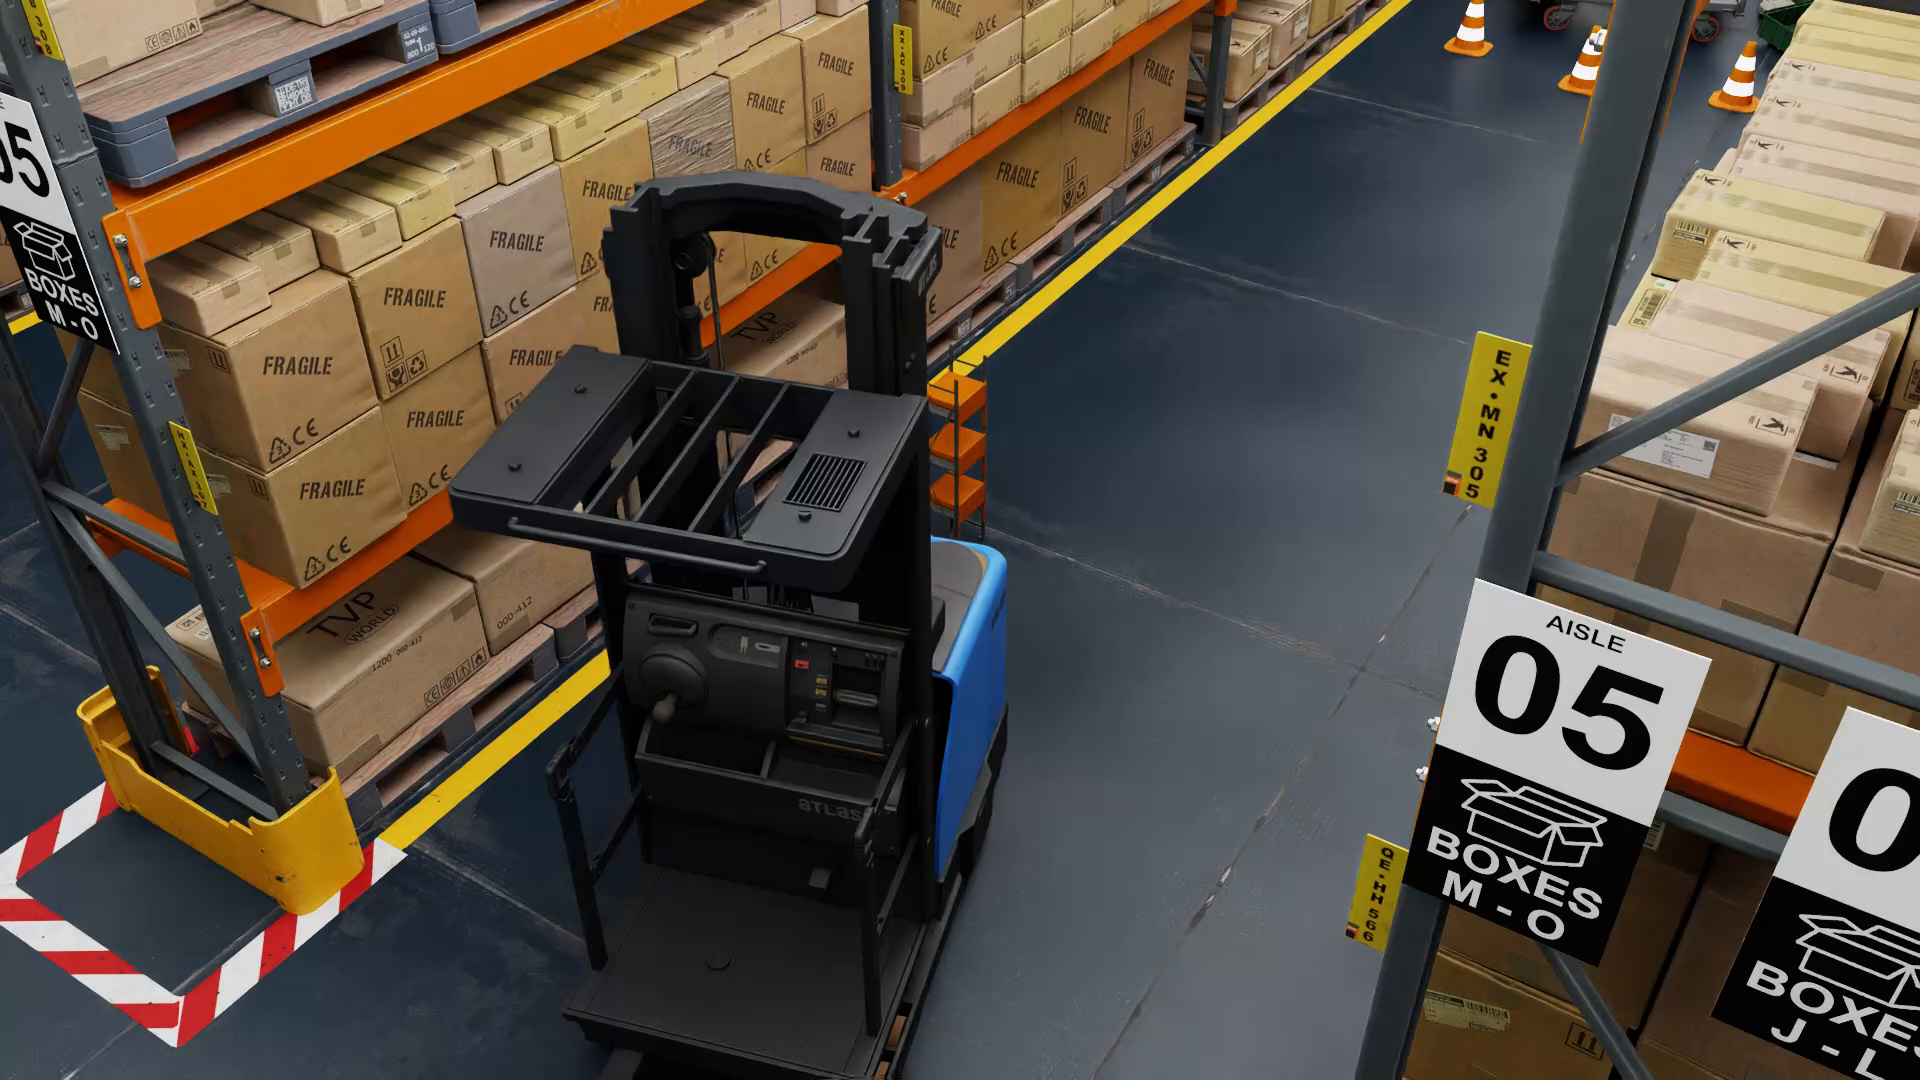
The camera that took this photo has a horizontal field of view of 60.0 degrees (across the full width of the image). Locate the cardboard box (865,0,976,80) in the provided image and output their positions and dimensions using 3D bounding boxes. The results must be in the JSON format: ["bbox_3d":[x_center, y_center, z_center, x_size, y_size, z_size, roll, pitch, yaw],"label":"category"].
[{"bbox_3d":[-0.263,-2.665,8.288,0.500,0.500,0.500,22,43,26],"label":"cardboard box"}]

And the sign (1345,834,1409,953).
[{"bbox_3d":[0.891,0.757,3.543,0.100,0.325,0.005,21,42,25],"label":"sign"}]

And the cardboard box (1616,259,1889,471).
[{"bbox_3d":[1.654,-0.378,3.480,0.500,0.250,0.500,20,42,24],"label":"cardboard box"}]

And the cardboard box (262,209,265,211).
[{"bbox_3d":[-2.572,-1.075,6.226,0.500,0.500,0.500,21,42,25],"label":"cardboard box"}]

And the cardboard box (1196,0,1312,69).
[{"bbox_3d":[2.101,-3.955,12.671,0.950,0.372,0.625,20,42,24],"label":"cardboard box"}]

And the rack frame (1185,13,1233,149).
[{"bbox_3d":[1.401,-4.158,11.127,1.000,3.000,0.127,21,42,25],"label":"rack frame"}]

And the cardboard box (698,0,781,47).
[{"bbox_3d":[-1.013,-2.300,7.284,0.380,0.149,0.250,21,42,25],"label":"cardboard box"}]

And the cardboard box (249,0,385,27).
[{"bbox_3d":[-2.108,-1.814,5.409,0.380,0.149,0.250,23,43,27],"label":"cardboard box"}]

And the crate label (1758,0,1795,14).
[{"bbox_3d":[6.784,-4.388,13.770,0.298,0.136,0.250,-5,38,-6],"label":"crate label"}]

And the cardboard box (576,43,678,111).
[{"bbox_3d":[-1.376,-1.887,6.749,0.380,0.149,0.250,20,42,24],"label":"cardboard box"}]

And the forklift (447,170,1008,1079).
[{"bbox_3d":[-0.690,0.507,5.131,1.130,2.935,3.031,10,39,12],"label":"forklift"}]

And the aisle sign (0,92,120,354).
[{"bbox_3d":[-2.678,-0.932,4.812,0.394,0.787,0.004,21,42,25],"label":"aisle sign"}]

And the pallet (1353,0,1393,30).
[{"bbox_3d":[3.129,-4.714,14.132,1.003,0.211,1.213,21,42,25],"label":"pallet"}]

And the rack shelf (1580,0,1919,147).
[{"bbox_3d":[2.421,-1.588,3.471,1.077,0.370,4.000,21,42,25],"label":"rack shelf"}]

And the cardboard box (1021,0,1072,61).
[{"bbox_3d":[0.281,-2.899,9.206,0.500,0.250,0.500,22,43,26],"label":"cardboard box"}]

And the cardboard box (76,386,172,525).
[{"bbox_3d":[-2.850,-0.409,6.181,0.500,0.500,0.500,21,42,25],"label":"cardboard box"}]

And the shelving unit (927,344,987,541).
[{"bbox_3d":[-0.029,-0.388,7.833,0.215,1.050,0.252,21,42,25],"label":"shelving unit"}]

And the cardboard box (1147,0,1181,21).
[{"bbox_3d":[1.089,-3.485,10.376,0.500,0.250,0.500,22,43,26],"label":"cardboard box"}]

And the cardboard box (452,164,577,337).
[{"bbox_3d":[-1.847,-1.161,6.337,0.500,0.500,0.500,21,42,25],"label":"cardboard box"}]

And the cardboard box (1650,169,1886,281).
[{"bbox_3d":[1.681,-0.618,3.465,0.380,0.149,0.250,22,43,26],"label":"cardboard box"}]

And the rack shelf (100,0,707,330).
[{"bbox_3d":[-1.813,-1.968,6.418,1.077,0.370,4.000,21,42,25],"label":"rack shelf"}]

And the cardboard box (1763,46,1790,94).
[{"bbox_3d":[2.480,-1.176,4.515,0.500,0.250,0.500,22,43,26],"label":"cardboard box"}]

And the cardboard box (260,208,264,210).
[{"bbox_3d":[-2.679,-1.276,5.956,0.380,0.149,0.250,21,42,25],"label":"cardboard box"}]

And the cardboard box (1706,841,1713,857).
[{"bbox_3d":[2.079,0.573,3.845,0.500,0.500,0.500,22,43,26],"label":"cardboard box"}]

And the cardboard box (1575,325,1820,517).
[{"bbox_3d":[1.279,-0.219,2.947,0.380,0.149,0.250,21,42,25],"label":"cardboard box"}]

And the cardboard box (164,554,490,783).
[{"bbox_3d":[-2.616,0.441,6.915,0.875,0.438,0.875,20,42,24],"label":"cardboard box"}]

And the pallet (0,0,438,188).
[{"bbox_3d":[-2.496,-1.573,5.389,1.003,0.211,1.213,21,42,25],"label":"pallet"}]

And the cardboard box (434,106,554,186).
[{"bbox_3d":[-1.753,-1.483,6.224,0.380,0.149,0.250,22,43,26],"label":"cardboard box"}]

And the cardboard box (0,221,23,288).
[{"bbox_3d":[-5.812,-1.784,9.751,0.500,0.500,0.500,22,43,26],"label":"cardboard box"}]

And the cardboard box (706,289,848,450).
[{"bbox_3d":[-1.169,-0.959,8.732,0.875,0.438,0.875,21,42,24],"label":"cardboard box"}]

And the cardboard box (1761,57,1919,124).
[{"bbox_3d":[2.122,-1.005,3.966,0.380,0.149,0.250,20,42,24],"label":"cardboard box"}]

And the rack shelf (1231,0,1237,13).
[{"bbox_3d":[2.473,-4.904,12.684,1.077,0.370,4.000,21,42,25],"label":"rack shelf"}]

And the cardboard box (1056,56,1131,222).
[{"bbox_3d":[0.480,-2.696,10.626,0.875,0.875,0.875,22,43,26],"label":"cardboard box"}]

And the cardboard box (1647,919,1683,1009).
[{"bbox_3d":[2.088,0.950,4.174,0.500,0.500,0.500,21,42,25],"label":"cardboard box"}]

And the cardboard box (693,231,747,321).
[{"bbox_3d":[-1.302,-1.282,7.314,0.500,0.500,0.500,21,42,24],"label":"cardboard box"}]

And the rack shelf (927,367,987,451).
[{"bbox_3d":[-0.029,-0.605,7.666,0.215,0.259,0.240,21,42,25],"label":"rack shelf"}]

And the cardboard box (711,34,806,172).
[{"bbox_3d":[-1.040,-1.939,7.347,0.500,0.500,0.500,21,42,24],"label":"cardboard box"}]

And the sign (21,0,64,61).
[{"bbox_3d":[-2.419,-1.415,4.331,0.100,0.325,0.005,21,42,25],"label":"sign"}]

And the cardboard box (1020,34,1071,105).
[{"bbox_3d":[0.281,-2.704,9.362,0.500,0.250,0.500,21,42,25],"label":"cardboard box"}]

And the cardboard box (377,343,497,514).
[{"bbox_3d":[-2.138,-0.497,6.296,0.500,0.500,0.500,21,42,25],"label":"cardboard box"}]

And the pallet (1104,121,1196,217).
[{"bbox_3d":[0.915,-2.672,11.483,1.003,0.211,1.213,21,42,25],"label":"pallet"}]

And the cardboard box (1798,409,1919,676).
[{"bbox_3d":[1.809,0.060,2.911,0.500,0.250,0.500,22,43,26],"label":"cardboard box"}]

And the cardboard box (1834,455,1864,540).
[{"bbox_3d":[2.091,-0.013,3.416,0.500,0.250,0.500,23,43,26],"label":"cardboard box"}]

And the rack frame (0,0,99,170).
[{"bbox_3d":[-2.885,-2.410,3.945,1.000,3.000,0.127,21,42,25],"label":"rack frame"}]

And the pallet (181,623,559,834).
[{"bbox_3d":[-2.522,0.633,7.196,1.003,0.211,1.213,21,42,25],"label":"pallet"}]

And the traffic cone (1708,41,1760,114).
[{"bbox_3d":[5.785,-3.451,12.287,0.336,0.463,0.334,21,42,25],"label":"traffic cone"}]

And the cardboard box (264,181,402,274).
[{"bbox_3d":[-2.144,-1.074,5.694,0.380,0.149,0.250,23,43,26],"label":"cardboard box"}]
